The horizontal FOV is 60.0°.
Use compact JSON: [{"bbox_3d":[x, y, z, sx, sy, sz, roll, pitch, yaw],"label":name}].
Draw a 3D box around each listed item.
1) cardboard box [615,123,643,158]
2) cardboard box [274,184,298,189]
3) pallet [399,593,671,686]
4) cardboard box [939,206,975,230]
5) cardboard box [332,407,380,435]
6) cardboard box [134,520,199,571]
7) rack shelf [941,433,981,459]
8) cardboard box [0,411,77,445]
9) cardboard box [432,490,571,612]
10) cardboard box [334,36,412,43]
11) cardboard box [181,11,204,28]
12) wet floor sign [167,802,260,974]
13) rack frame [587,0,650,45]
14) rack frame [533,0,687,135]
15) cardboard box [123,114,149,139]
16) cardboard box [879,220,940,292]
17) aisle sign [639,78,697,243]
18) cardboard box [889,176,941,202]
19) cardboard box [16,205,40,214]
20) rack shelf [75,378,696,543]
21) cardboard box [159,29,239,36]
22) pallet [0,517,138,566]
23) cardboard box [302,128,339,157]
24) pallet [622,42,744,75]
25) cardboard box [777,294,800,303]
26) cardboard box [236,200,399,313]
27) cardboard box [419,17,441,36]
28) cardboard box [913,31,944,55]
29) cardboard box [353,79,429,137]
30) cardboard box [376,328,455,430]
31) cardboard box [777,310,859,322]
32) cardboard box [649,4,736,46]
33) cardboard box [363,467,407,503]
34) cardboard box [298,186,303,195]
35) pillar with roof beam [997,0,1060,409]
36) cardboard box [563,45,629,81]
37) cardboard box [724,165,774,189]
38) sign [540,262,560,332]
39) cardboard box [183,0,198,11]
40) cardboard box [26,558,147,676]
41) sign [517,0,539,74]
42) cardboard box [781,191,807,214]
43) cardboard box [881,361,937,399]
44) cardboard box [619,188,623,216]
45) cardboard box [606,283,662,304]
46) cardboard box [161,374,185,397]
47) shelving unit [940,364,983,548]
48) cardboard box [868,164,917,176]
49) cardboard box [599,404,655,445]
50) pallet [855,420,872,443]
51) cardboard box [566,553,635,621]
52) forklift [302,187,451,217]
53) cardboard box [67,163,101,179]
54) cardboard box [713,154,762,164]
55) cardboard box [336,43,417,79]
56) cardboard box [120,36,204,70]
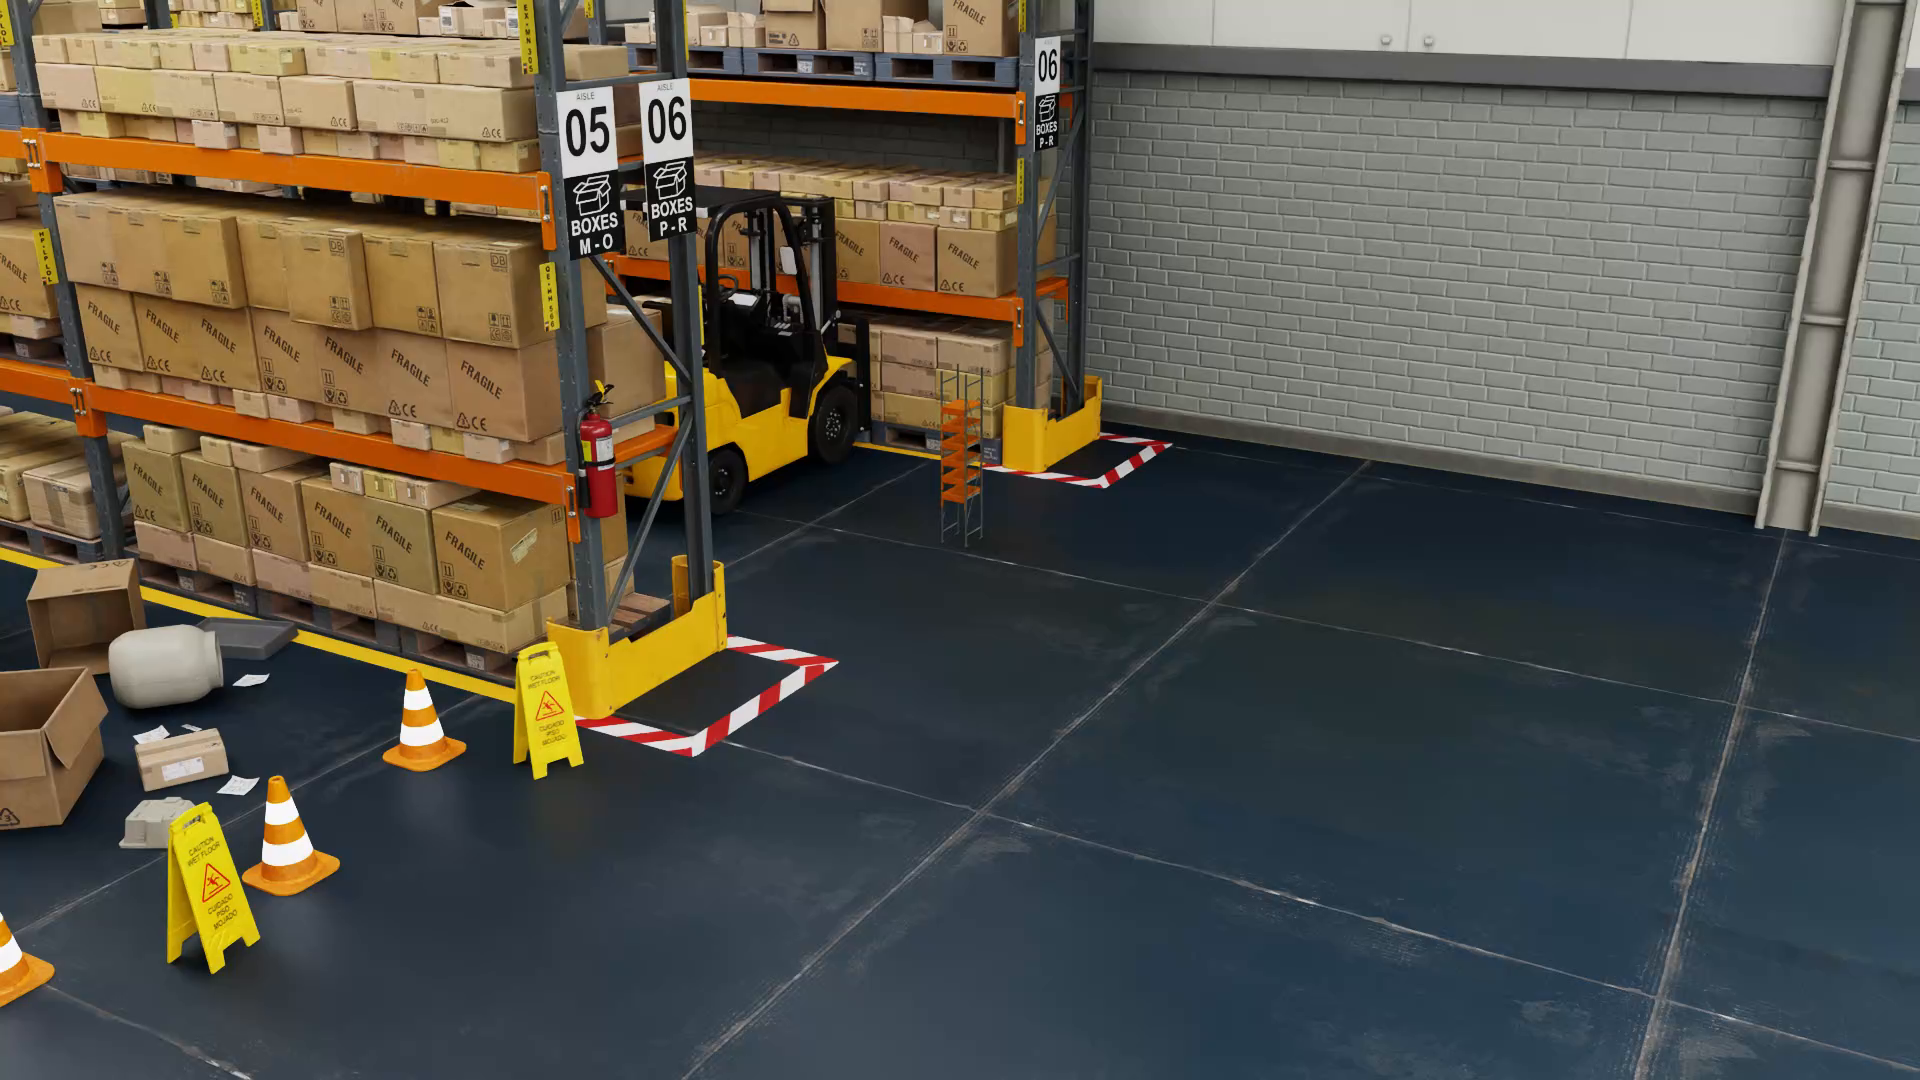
[{"bbox_3d":[-1.828,-2.089,8.696,0.250,0.149,0.380,11,23,27],"label":"cardboard box"},{"bbox_3d":[-6.637,-3.831,16.764,0.500,0.500,0.500,12,23,30],"label":"cardboard box"},{"bbox_3d":[-2.455,0.507,9.658,1.213,0.211,1.003,11,23,27],"label":"pallet"},{"bbox_3d":[0.044,-2.484,12.715,0.250,0.149,0.380,11,23,28],"label":"cardboard box"},{"bbox_3d":[-3.279,-0.718,9.313,0.250,0.149,0.380,11,22,27],"label":"cardboard box"},{"bbox_3d":[-4.806,-0.037,10.485,0.500,0.250,0.500,10,22,25],"label":"cardboard box"},{"bbox_3d":[0.013,-0.633,11.128,0.180,0.103,0.258,11,23,27],"label":"rack shelf"},{"bbox_3d":[-6.885,-0.593,11.839,0.625,0.372,0.950,12,23,29],"label":"cardboard box"},{"bbox_3d":[-2.524,0.042,9.168,0.500,0.500,0.500,11,23,28],"label":"cardboard box"},{"bbox_3d":[-3.221,-2.695,9.195,0.250,0.149,0.380,11,23,28],"label":"cardboard box"},{"bbox_3d":[-7.363,-5.097,16.254,0.250,0.149,0.380,11,23,27],"label":"cardboard box"},{"bbox_3d":[-3.032,1.367,6.650,0.232,0.644,0.267,7,21,18],"label":"wet floor sign"},{"bbox_3d":[-2.772,-5.609,13.632,0.127,3.000,1.000,11,23,27],"label":"rack frame"},{"bbox_3d":[-1.697,-3.466,7.723,0.127,3.000,1.000,11,23,27],"label":"rack frame"},{"bbox_3d":[-4.565,-2.409,9.578,0.250,0.149,0.380,11,23,27],"label":"cardboard box"},{"bbox_3d":[-0.286,-2.264,13.060,0.500,0.500,0.500,12,23,29],"label":"cardboard box"},{"bbox_3d":[-1.492,-1.950,8.528,0.004,0.787,0.394,11,23,27],"label":"aisle sign"},{"bbox_3d":[-0.348,-2.743,12.994,0.250,0.149,0.380,11,23,28],"label":"cardboard box"},{"bbox_3d":[-6.321,-2.028,11.358,0.500,0.500,0.500,11,22,27],"label":"cardboard box"},{"bbox_3d":[-3.443,-0.640,9.785,4.000,0.370,1.077,11,23,27],"label":"rack shelf"},{"bbox_3d":[-4.541,-2.969,9.953,0.250,0.149,0.380,10,22,26],"label":"cardboard box"},{"bbox_3d":[-5.869,-0.129,11.411,1.213,0.211,1.003,11,23,27],"label":"pallet"},{"bbox_3d":[-3.249,-2.135,8.821,0.250,0.149,0.380,10,22,26],"label":"cardboard box"},{"bbox_3d":[-2.014,-4.023,13.789,1.213,0.211,1.003,11,23,27],"label":"pallet"},{"bbox_3d":[-1.363,-1.972,14.352,0.500,0.250,0.500,11,23,28],"label":"cardboard box"},{"bbox_3d":[-3.551,-1.587,9.293,0.500,0.500,0.700,11,22,27],"label":"cardboard box"},{"bbox_3d":[-4.553,-4.546,14.706,0.250,0.149,0.380,10,22,27],"label":"cardboard box"},{"bbox_3d":[-0.151,-3.708,12.394,0.250,0.149,0.380,10,22,26],"label":"cardboard box"},{"bbox_3d":[-2.707,-2.218,8.465,0.500,0.250,0.500,10,22,27],"label":"cardboard box"},{"bbox_3d":[-2.740,-0.925,8.934,0.500,0.500,0.500,11,23,27],"label":"cardboard box"},{"bbox_3d":[-1.166,-1.733,13.694,0.500,0.250,0.500,10,22,26],"label":"cardboard box"},{"bbox_3d":[-2.164,-4.191,13.489,0.500,0.311,0.500,11,23,28],"label":"cardboard box"},{"bbox_3d":[-3.095,-0.347,9.289,0.250,0.149,0.380,11,23,28],"label":"cardboard box"},{"bbox_3d":[-6.008,-3.465,16.005,0.500,0.250,0.500,11,23,27],"label":"cardboard box"},{"bbox_3d":[-1.547,-4.047,9.324,0.400,9.000,9.100,11,23,27],"label":"pillar with roof beam"},{"bbox_3d":[-1.908,-2.432,8.471,0.250,0.149,0.380,11,22,27],"label":"cardboard box"},{"bbox_3d":[-1.724,-2.975,13.632,0.250,0.149,0.380,10,22,26],"label":"cardboard box"},{"bbox_3d":[-1.985,-1.176,8.048,0.005,0.325,0.100,11,23,27],"label":"sign"},{"bbox_3d":[-7.345,-5.249,16.238,0.250,0.149,0.380,10,22,26],"label":"cardboard box"},{"bbox_3d":[-4.917,0.446,9.397,0.500,0.500,0.500,-7,21,-20],"label":"cardboard box"},{"bbox_3d":[-1.985,-2.310,7.637,0.005,0.325,0.100,11,23,27],"label":"sign"},{"bbox_3d":[-1.281,-2.747,13.440,0.250,0.149,0.380,10,22,26],"label":"cardboard box"},{"bbox_3d":[-0.289,-1.338,13.339,0.500,0.250,0.500,11,22,27],"label":"cardboard box"},{"bbox_3d":[-3.325,-2.959,14.611,0.500,0.250,0.500,10,22,26],"label":"cardboard box"},{"bbox_3d":[-3.233,-1.954,15.218,0.625,0.625,0.875,12,23,30],"label":"cardboard box"},{"bbox_3d":[-4.578,-0.983,10.045,0.250,0.149,0.380,11,23,27],"label":"cardboard box"},{"bbox_3d":[0.013,-0.562,11.154,0.189,1.200,0.258,11,23,27],"label":"shelving unit"},{"bbox_3d":[-0.550,-2.983,13.656,0.250,0.149,0.380,10,22,26],"label":"cardboard box"},{"bbox_3d":[-1.893,-0.646,9.114,0.250,0.149,0.380,11,23,28],"label":"cardboard box"},{"bbox_3d":[-1.029,-1.131,14.173,1.213,0.211,1.003,11,23,27],"label":"pallet"},{"bbox_3d":[-2.266,0.233,9.740,0.500,0.250,0.500,11,22,27],"label":"cardboard box"},{"bbox_3d":[-4.059,-1.992,12.559,3.031,2.935,1.130,11,23,28],"label":"forklift"},{"bbox_3d":[-8.990,-4.131,17.591,0.500,0.500,0.700,11,23,28],"label":"cardboard box"},{"bbox_3d":[-1.909,-3.224,14.319,0.250,0.149,0.380,11,22,27],"label":"cardboard box"},{"bbox_3d":[-2.981,-2.472,8.582,0.250,0.149,0.380,11,23,27],"label":"cardboard box"},{"bbox_3d":[-4.390,-2.695,9.197,0.250,0.149,0.380,11,22,27],"label":"cardboard box"}]
